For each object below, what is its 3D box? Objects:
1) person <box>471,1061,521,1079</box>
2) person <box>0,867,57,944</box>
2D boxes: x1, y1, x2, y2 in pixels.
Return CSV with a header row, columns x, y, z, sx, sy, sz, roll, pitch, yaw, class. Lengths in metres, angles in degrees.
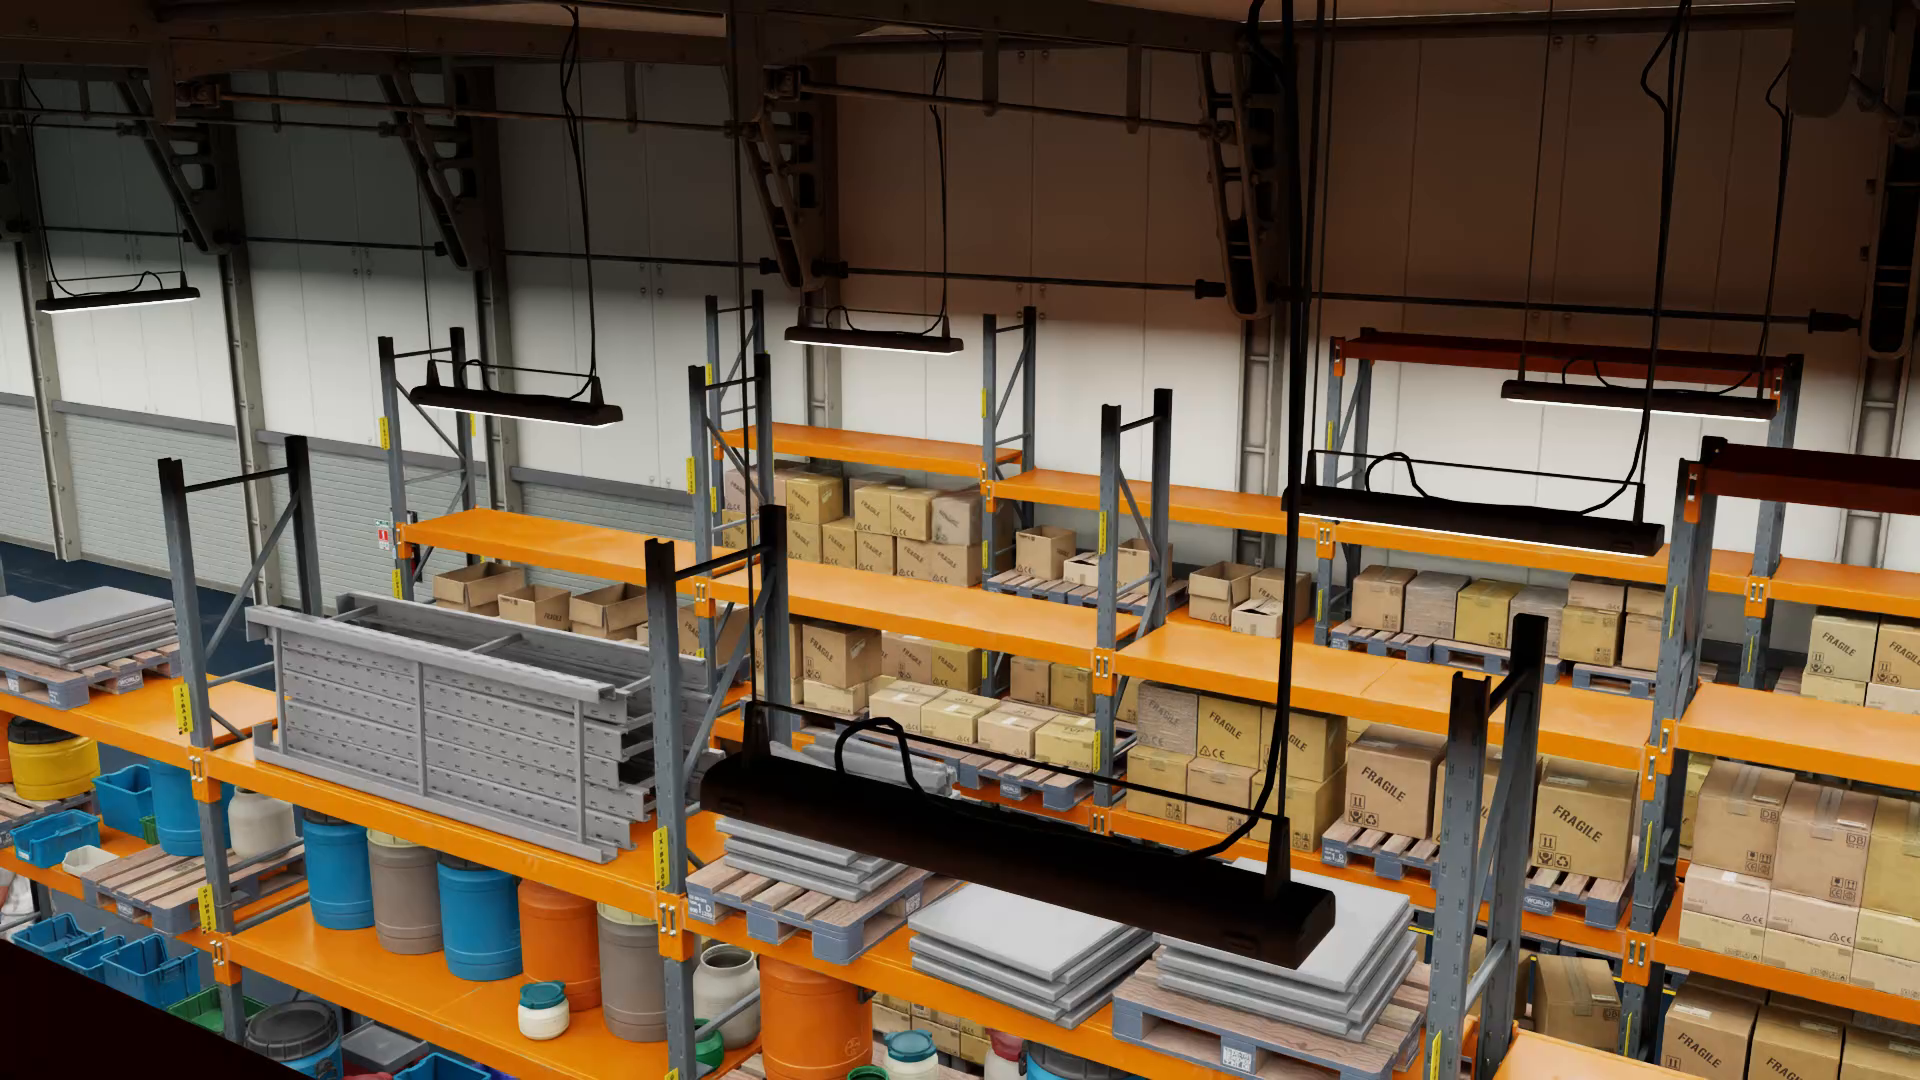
x,y,z,sx,sy,sz,roll,pitch,yaw,class
-3.368,4.335,12.267,0.470,1.610,0.886,7,15,25,person
-8.850,3.456,15.668,0.954,1.733,0.538,-1,14,-2,person
